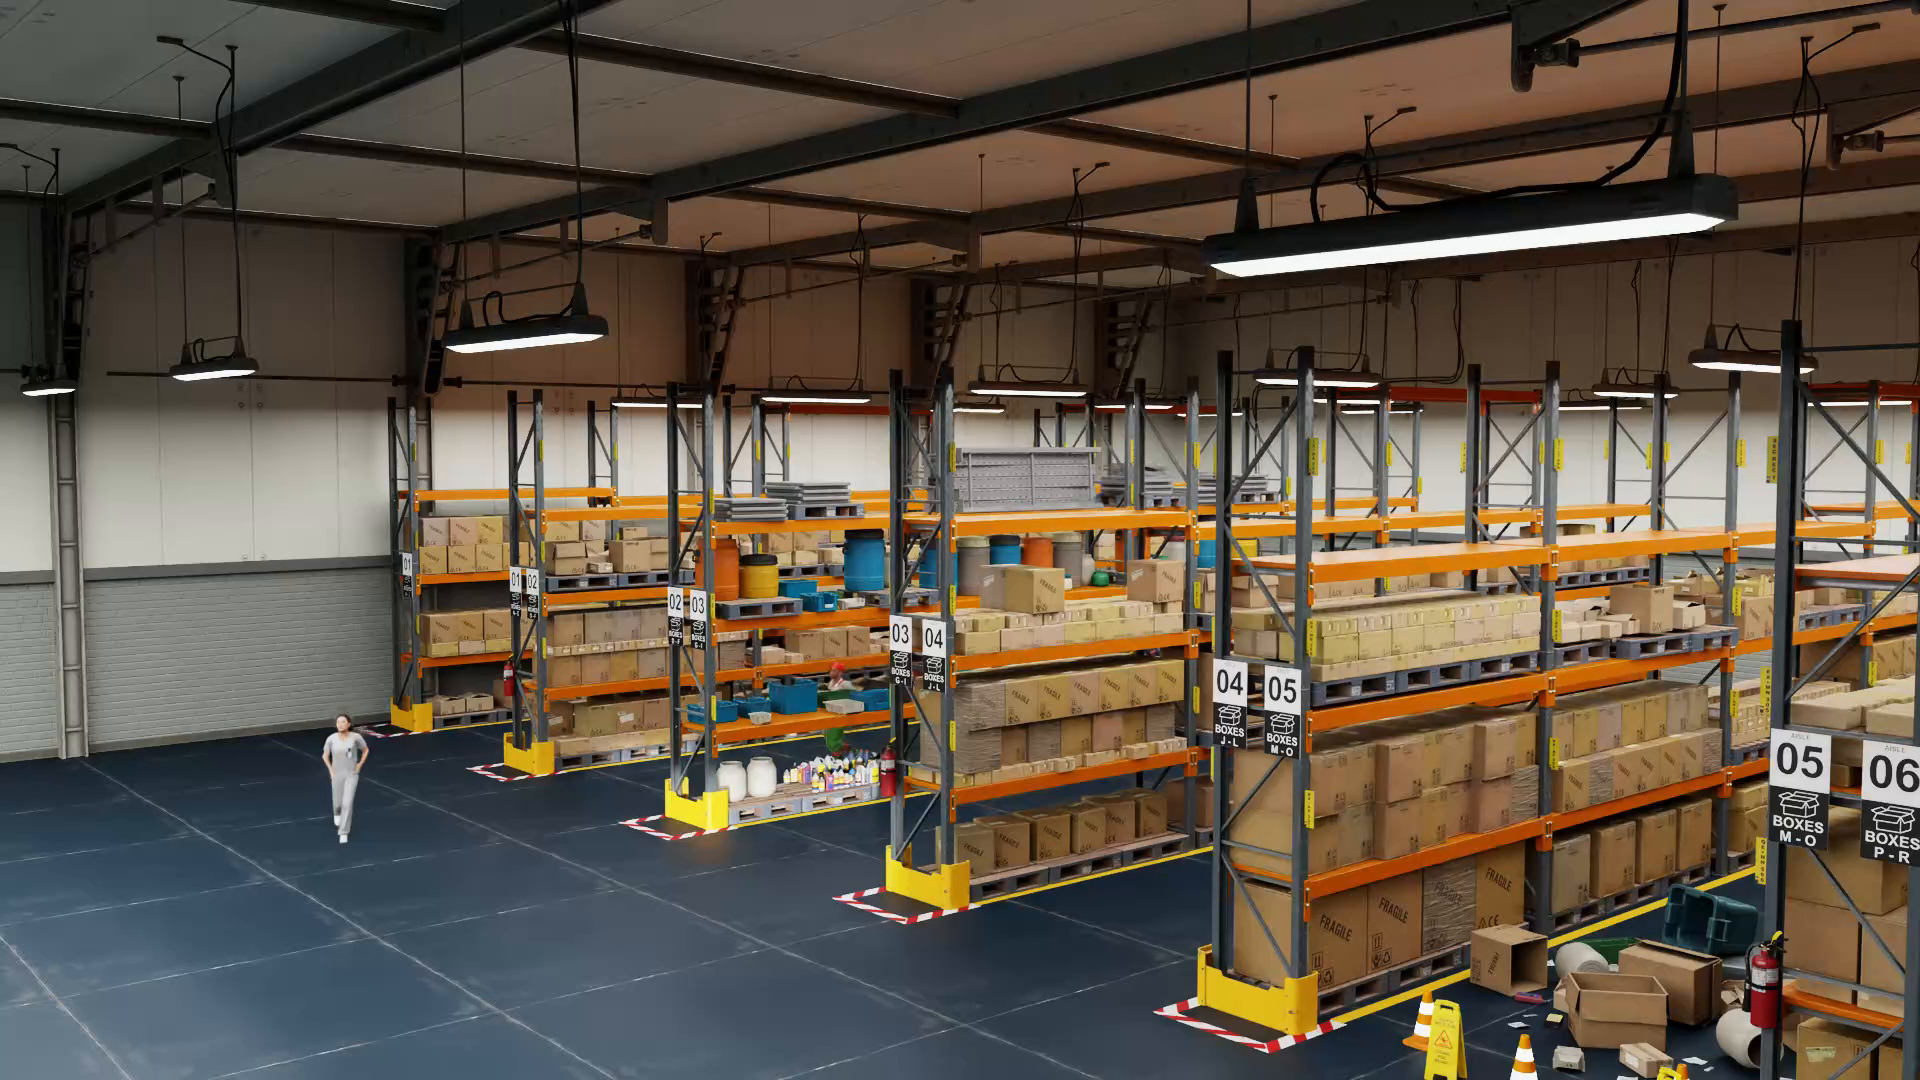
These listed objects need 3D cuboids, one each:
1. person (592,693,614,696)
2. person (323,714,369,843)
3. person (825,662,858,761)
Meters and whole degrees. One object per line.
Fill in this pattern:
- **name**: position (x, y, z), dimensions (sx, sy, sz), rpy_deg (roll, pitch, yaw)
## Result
- **person**: position (-6.174, 2.589, 29.043), dimensions (0.729, 1.807, 0.655), rpy_deg (-3, 5, -43)
- **person**: position (-8.035, 3.085, 21.783), dimensions (0.572, 1.652, 0.722), rpy_deg (-1, 3, -13)
- **person**: position (-1.905, 2.772, 26.024), dimensions (0.586, 1.741, 0.636), rpy_deg (-3, 4, -37)
